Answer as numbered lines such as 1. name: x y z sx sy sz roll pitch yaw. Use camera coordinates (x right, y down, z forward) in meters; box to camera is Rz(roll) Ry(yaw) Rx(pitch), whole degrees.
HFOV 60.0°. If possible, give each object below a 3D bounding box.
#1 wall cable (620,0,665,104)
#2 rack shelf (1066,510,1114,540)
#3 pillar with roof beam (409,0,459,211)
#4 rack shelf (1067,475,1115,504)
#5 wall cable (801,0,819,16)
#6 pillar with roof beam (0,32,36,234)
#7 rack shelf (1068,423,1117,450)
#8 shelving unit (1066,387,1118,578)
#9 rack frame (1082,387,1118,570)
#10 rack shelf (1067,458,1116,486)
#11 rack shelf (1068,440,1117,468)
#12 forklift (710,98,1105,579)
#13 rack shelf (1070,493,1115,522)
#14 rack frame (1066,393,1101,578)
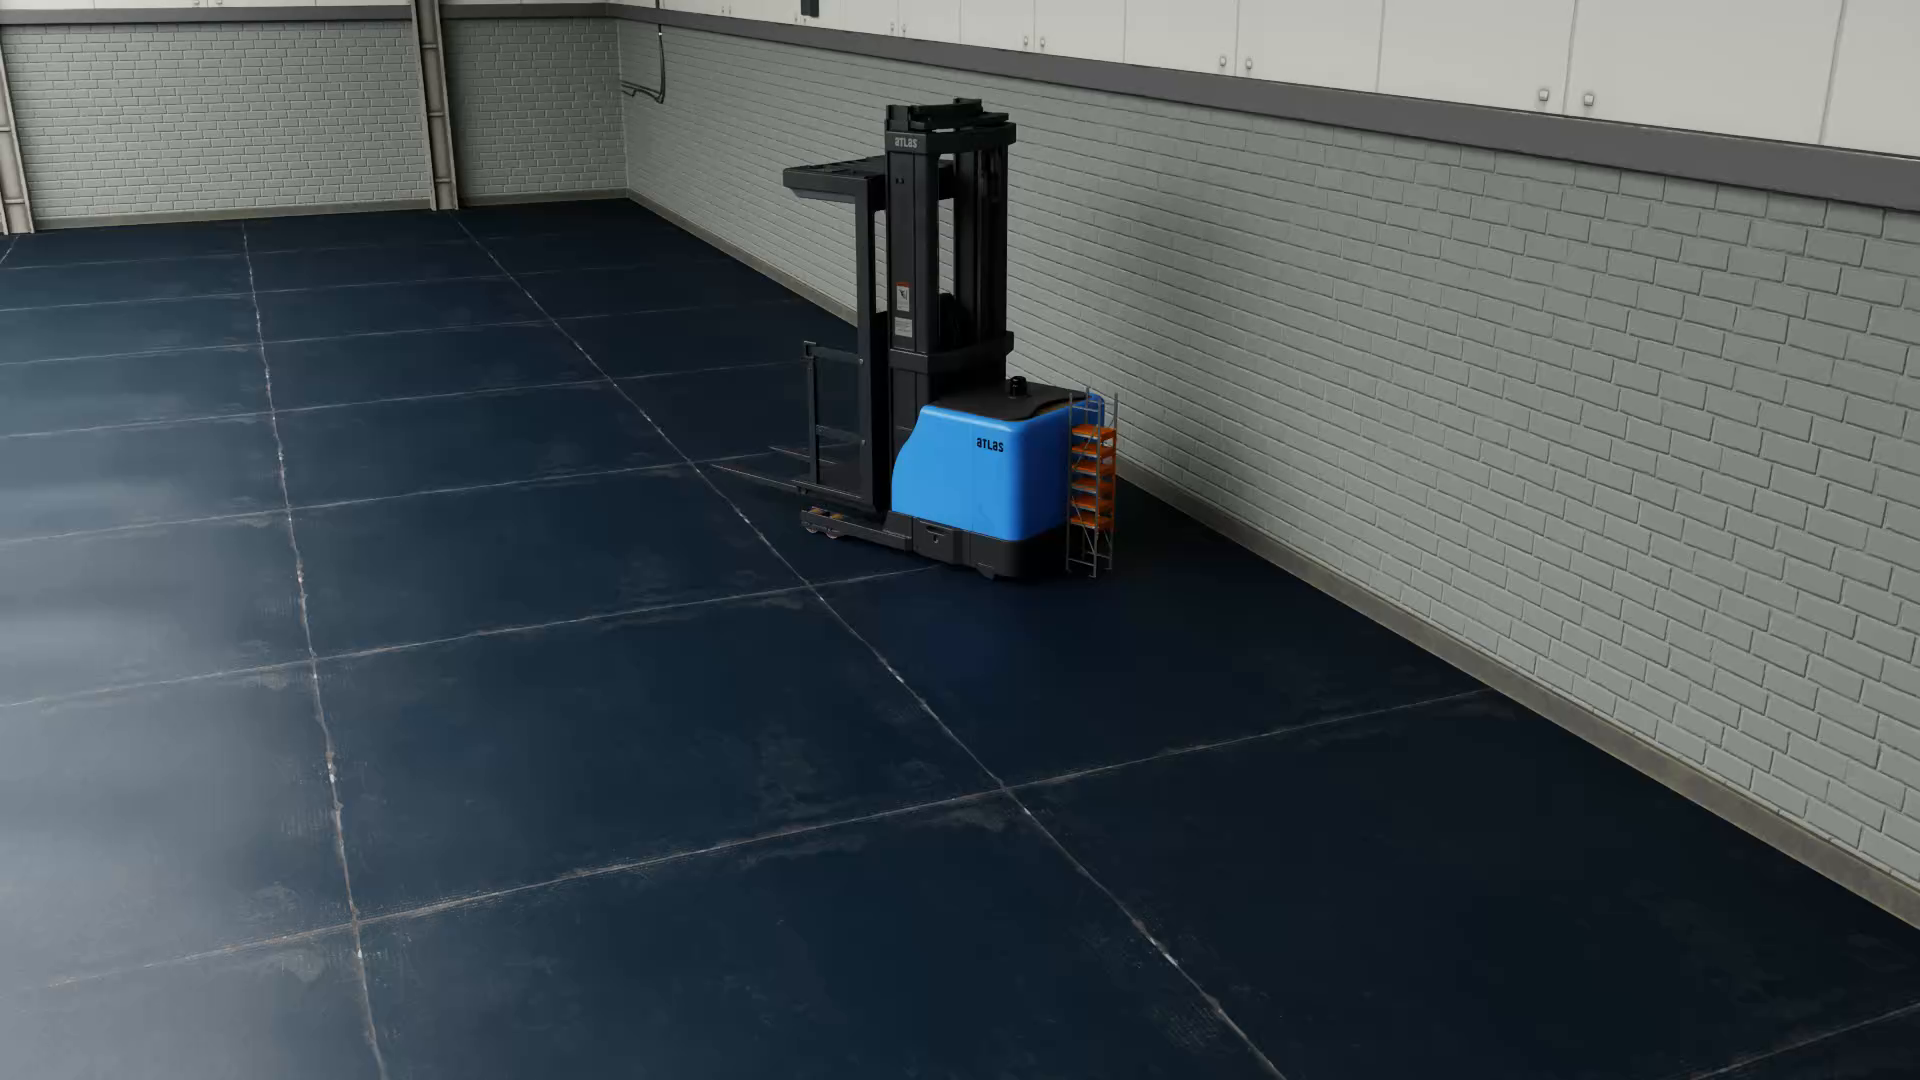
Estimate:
1. wall cable: -4.997 -8.055 25.526 0.112 2.526 3.097 -8 21 -22
2. rack shelf: 0.849 -0.100 10.855 0.258 0.103 0.180 15 24 36
3. pillar with roof beam: -6.520 -8.223 21.326 0.400 9.000 9.100 -8 21 -22
4. rack shelf: 0.849 -0.326 10.776 0.258 0.103 0.180 15 24 36
5. wall cable: -1.251 -8.227 16.217 0.169 6.003 2.305 -8 21 -22
6. pillar with roof beam: -12.029 -7.434 19.084 0.400 9.000 9.100 -8 21 -22
7. rack shelf: 0.849 -0.666 10.656 0.258 0.103 0.180 15 24 36
8. shelving unit: 0.849 -0.368 10.761 0.258 1.200 0.189 15 24 36
9. rack frame: 0.907 -0.392 10.828 0.240 1.200 0.006 15 24 36
10. rack shelf: 0.849 -0.439 10.736 0.258 0.103 0.180 15 24 36
11. rack shelf: 0.849 -0.553 10.696 0.258 0.103 0.180 15 24 36
12. forklift: -0.489 -1.513 11.407 3.031 2.935 1.130 15 24 36
13. rack shelf: 0.849 -0.213 10.816 0.258 0.103 0.180 15 24 36
14. rack frame: 0.792 -0.344 10.694 0.240 1.200 0.006 15 24 36
